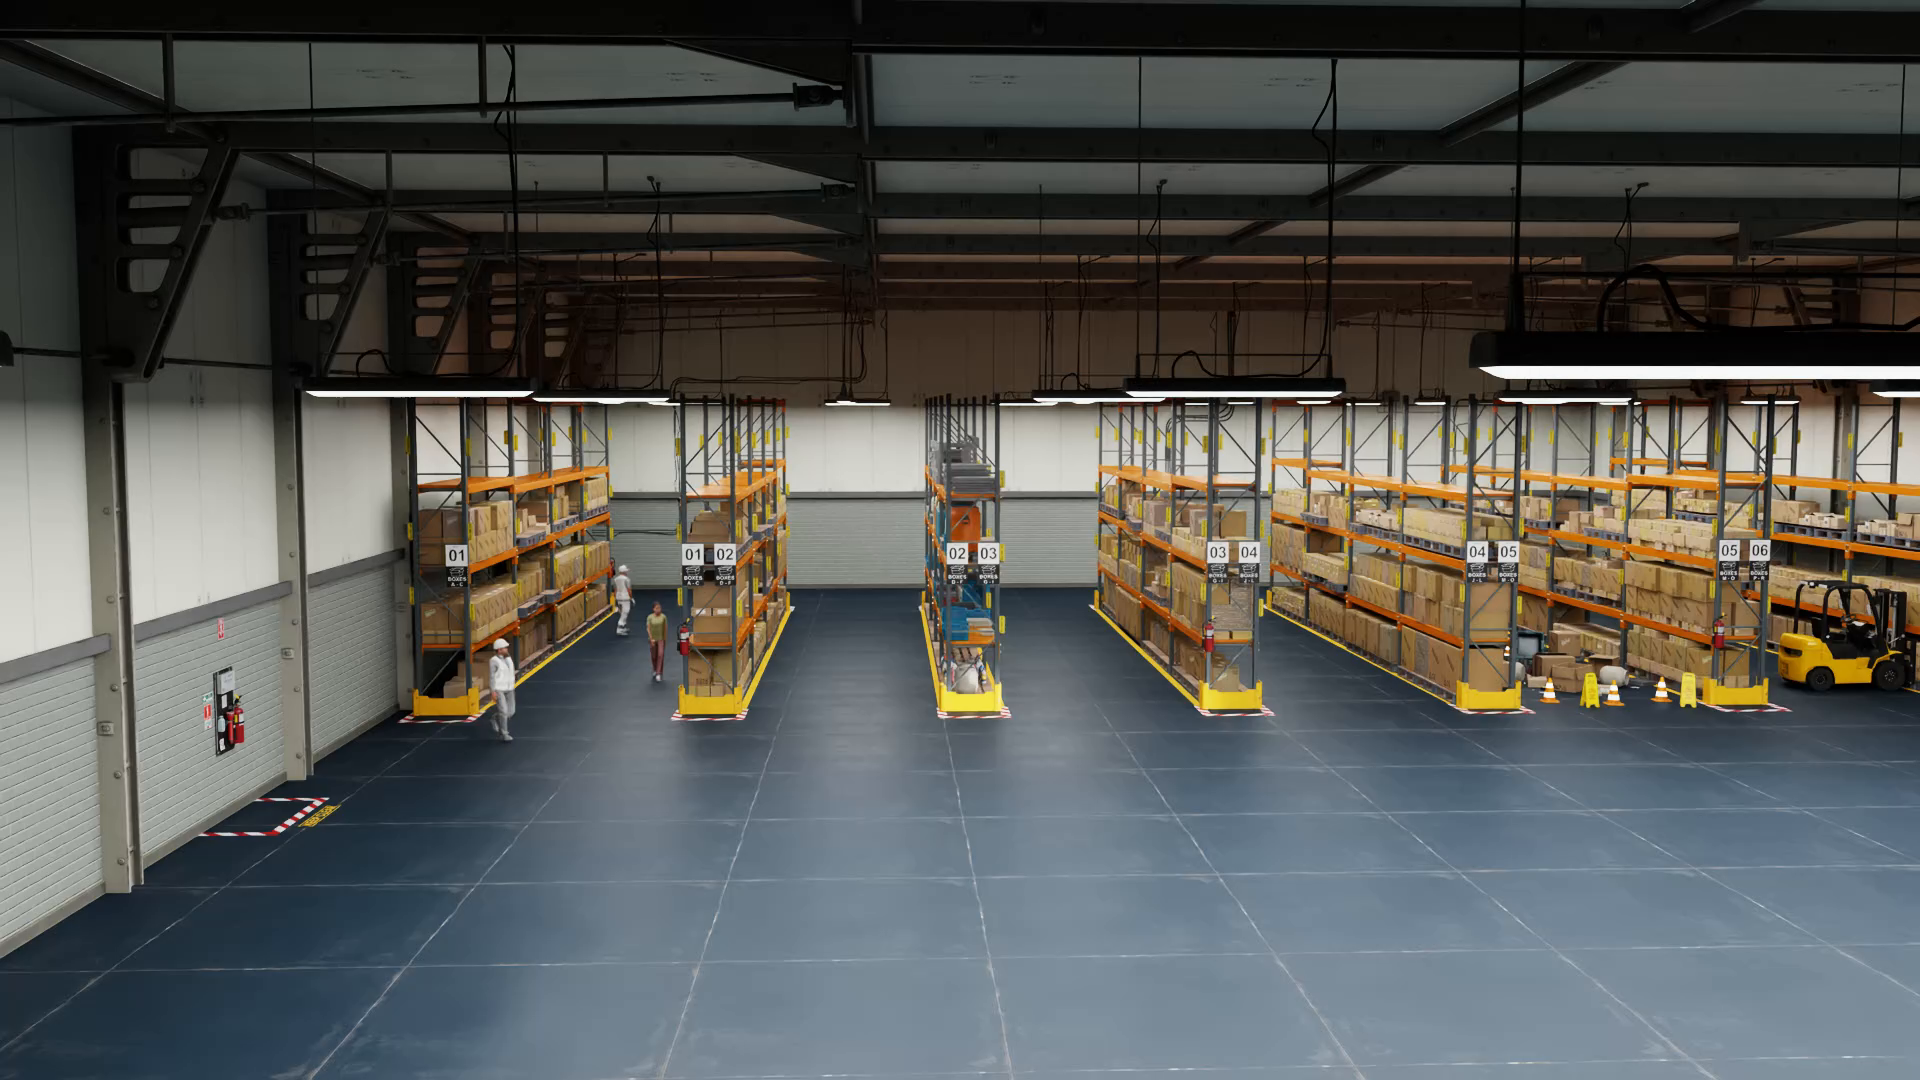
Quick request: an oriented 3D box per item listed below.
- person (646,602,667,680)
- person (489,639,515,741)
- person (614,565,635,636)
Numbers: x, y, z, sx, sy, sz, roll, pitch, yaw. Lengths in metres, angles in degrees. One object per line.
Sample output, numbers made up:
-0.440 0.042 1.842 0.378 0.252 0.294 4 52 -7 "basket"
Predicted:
-6.420 2.116 35.223 0.437 1.614 0.961 -1 5 -11 "person"
-7.950 2.564 28.719 0.736 1.756 0.536 3 6 37 "person"
-8.479 1.528 41.893 0.582 1.787 0.733 4 6 38 "person"
